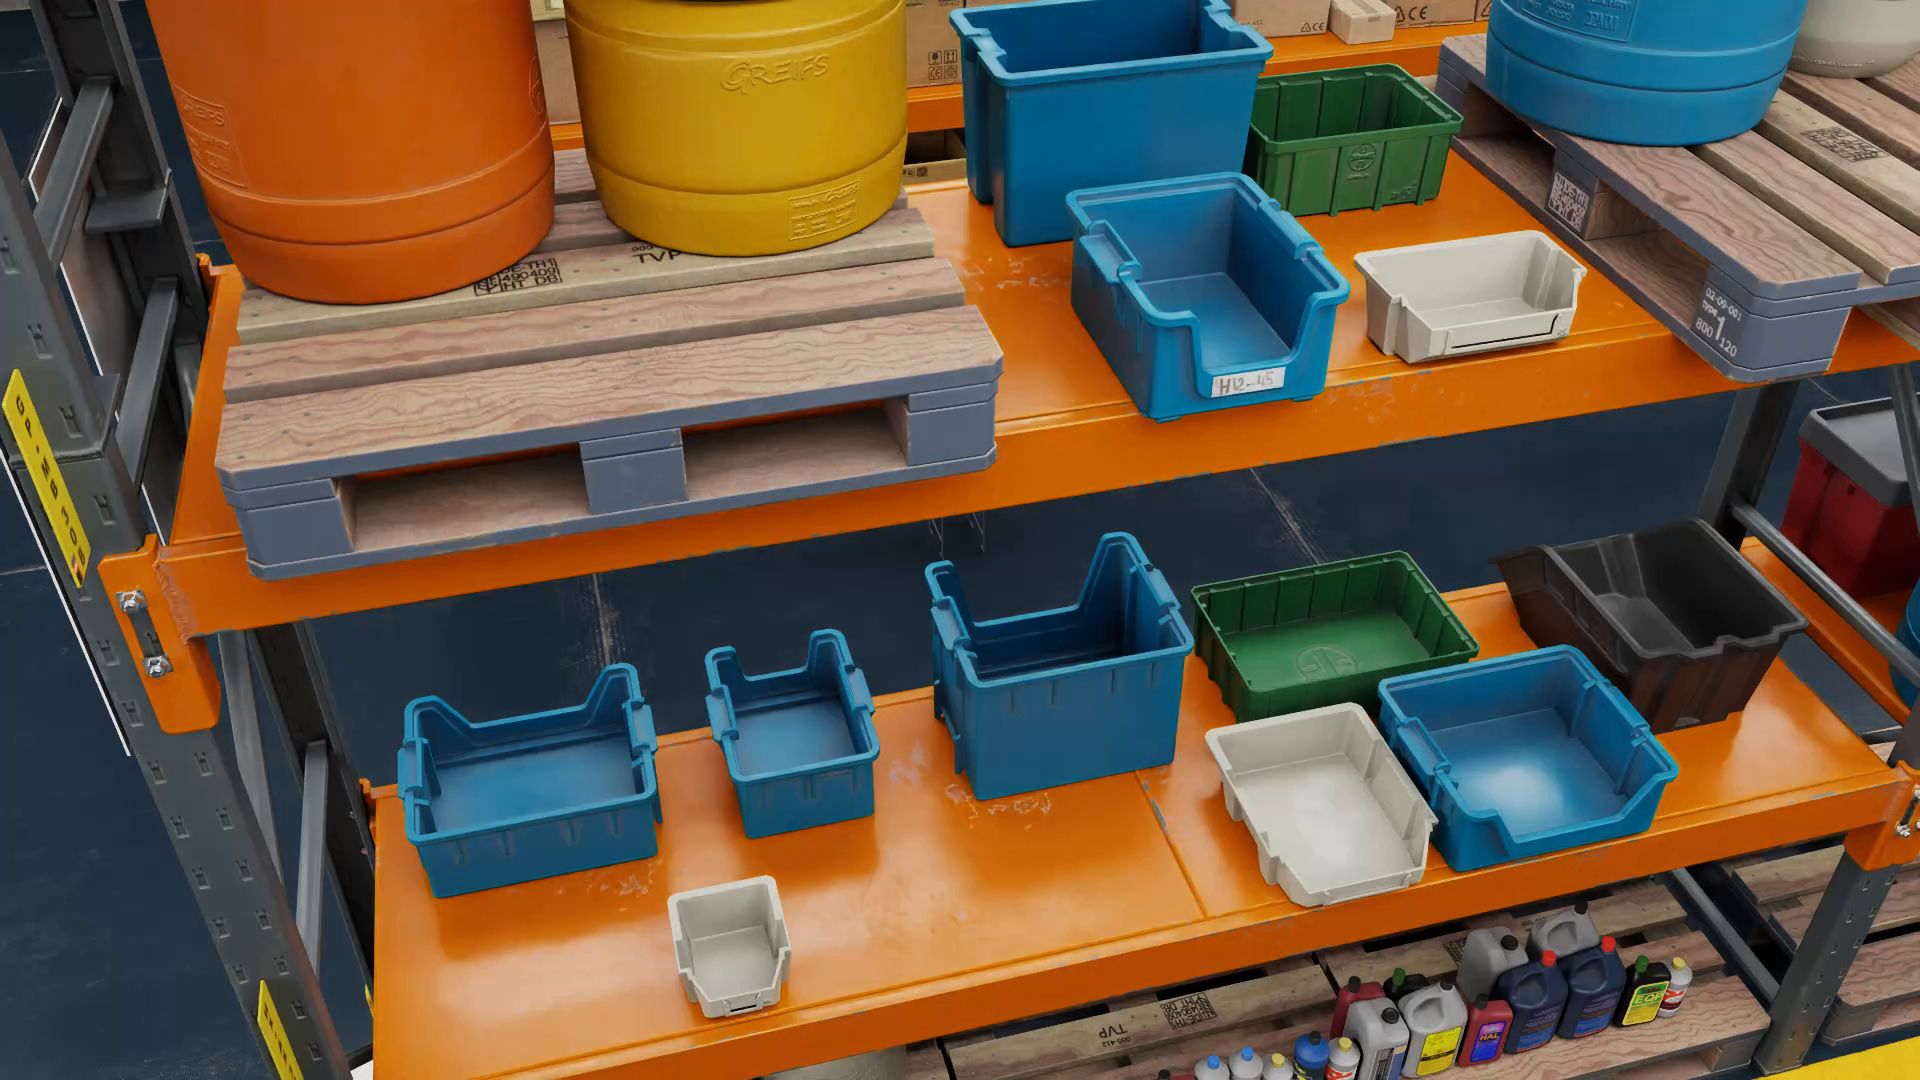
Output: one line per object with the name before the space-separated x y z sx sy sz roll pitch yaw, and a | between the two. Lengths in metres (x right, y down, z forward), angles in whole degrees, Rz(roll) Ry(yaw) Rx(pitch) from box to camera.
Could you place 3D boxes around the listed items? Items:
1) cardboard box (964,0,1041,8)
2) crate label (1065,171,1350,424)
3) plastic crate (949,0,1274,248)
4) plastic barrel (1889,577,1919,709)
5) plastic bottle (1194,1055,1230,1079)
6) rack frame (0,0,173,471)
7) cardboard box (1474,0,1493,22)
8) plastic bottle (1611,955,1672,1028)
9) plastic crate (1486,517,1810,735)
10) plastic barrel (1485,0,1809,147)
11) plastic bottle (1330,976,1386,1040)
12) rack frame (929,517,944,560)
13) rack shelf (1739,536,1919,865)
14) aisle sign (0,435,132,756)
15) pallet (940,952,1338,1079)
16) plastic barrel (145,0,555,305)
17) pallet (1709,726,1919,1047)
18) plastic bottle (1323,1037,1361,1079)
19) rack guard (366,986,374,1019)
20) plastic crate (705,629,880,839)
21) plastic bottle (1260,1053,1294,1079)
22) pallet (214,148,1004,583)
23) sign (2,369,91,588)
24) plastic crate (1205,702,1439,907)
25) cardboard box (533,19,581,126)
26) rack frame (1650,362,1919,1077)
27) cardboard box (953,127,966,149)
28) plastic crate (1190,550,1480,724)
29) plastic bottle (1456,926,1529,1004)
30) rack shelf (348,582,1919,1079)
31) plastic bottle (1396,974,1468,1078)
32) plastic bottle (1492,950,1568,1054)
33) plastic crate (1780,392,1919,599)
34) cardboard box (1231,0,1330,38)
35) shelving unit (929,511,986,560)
cardboard box | 0.176 -2.632 8.140 0.500 0.500 0.700 -10 38 -12
crate label | 0.430 -0.449 3.022 0.408 0.251 0.502 -9 38 -12
plastic crate | 0.299 -0.878 3.473 0.575 0.384 0.392 -9 38 -12
plastic barrel | 2.850 0.070 4.277 0.708 0.901 0.600 -9 38 -12
plastic bottle | 0.699 1.536 4.656 0.097 0.271 0.097 0 37 0
rack frame | -1.464 -1.597 1.931 0.127 3.000 1.000 -9 38 -12
cardboard box | 2.848 -3.068 8.710 0.500 0.500 0.500 -9 38 -12
plastic bottle | 2.020 1.326 4.921 0.133 0.283 0.061 -7 38 -10
plastic crate | 1.860 0.185 4.590 0.504 0.338 0.767 -9 38 -12
plastic barrel | 1.409 -1.310 3.267 0.708 0.901 0.600 -9 38 -12
plastic bottle | 1.168 1.370 4.863 0.133 0.283 0.061 -9 38 -12
rack frame | -0.102 -0.460 6.864 0.006 1.200 0.240 -9 38 -12
rack shelf | 4.329 0.121 5.215 4.000 0.370 1.077 -9 38 -12
aisle sign | -1.457 -0.063 2.724 0.004 0.787 0.394 -9 38 -12
pallet | 0.559 1.537 5.067 1.213 0.211 1.003 -9 38 -12
plastic barrel | -1.028 -0.894 2.782 0.708 0.830 0.600 -9 38 -12
pallet | 3.146 1.113 5.621 1.213 0.211 1.003 -9 38 -12
plastic bottle | 1.090 1.500 4.761 0.097 0.201 0.097 0 37 0
rack guard | -1.402 1.739 4.565 0.348 0.500 1.175 -9 38 -12
plastic crate | -0.430 0.491 4.262 0.408 0.251 0.499 -9 38 -12
plastic bottle | 0.891 1.533 4.719 0.097 0.201 0.097 0 37 0
pallet | -0.639 -0.404 2.996 1.213 0.211 1.003 -9 38 -12
sign | -1.324 -0.085 2.417 0.005 0.325 0.100 -9 38 -12
plastic crate | 0.896 0.663 4.132 0.437 0.136 0.530 -9 38 -12
cardboard box | -1.792 -2.312 7.721 0.500 0.500 0.700 -8 38 -11
rack frame | 2.398 0.152 4.582 0.127 3.000 1.000 -9 38 -12
cardboard box | 0.234 -1.852 8.503 0.500 0.500 0.500 -9 38 -12
plastic crate | 1.014 0.286 4.582 0.662 0.188 0.450 -9 38 -12
plastic bottle | 1.603 1.278 4.990 0.135 0.276 0.152 -9 38 -12
rack shelf | 0.467 0.755 4.386 4.000 0.370 1.077 -9 38 -12
plastic bottle | 1.354 1.382 4.792 0.185 0.351 0.144 -10 38 -12
plastic bottle | 1.666 1.331 4.859 0.185 0.351 0.144 -11 39 -14
plastic crate | 2.786 -0.129 4.897 0.583 0.464 0.402 -9 38 -12
cardboard box | 1.574 -2.798 8.562 0.500 0.250 0.500 -7 38 -9
shelving unit | -0.014 -0.474 6.882 0.189 1.200 0.258 -9 38 -12
